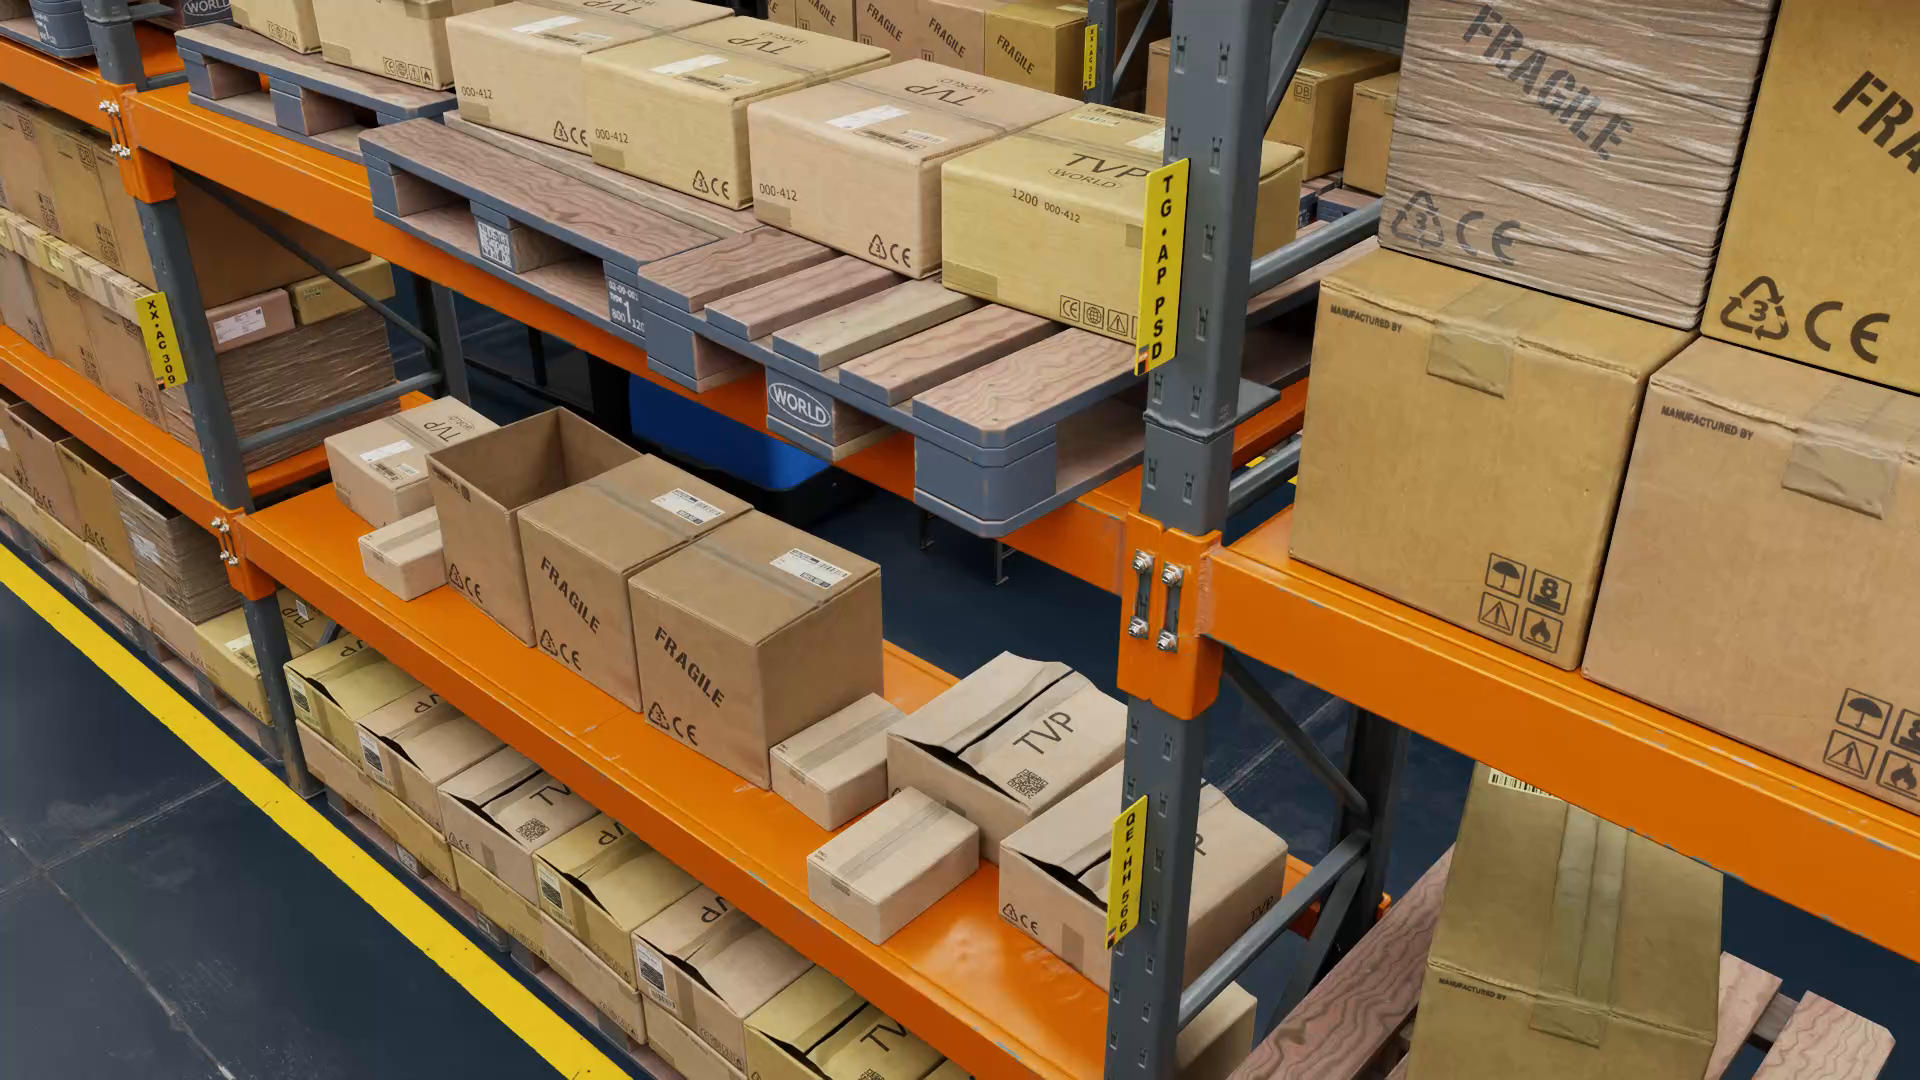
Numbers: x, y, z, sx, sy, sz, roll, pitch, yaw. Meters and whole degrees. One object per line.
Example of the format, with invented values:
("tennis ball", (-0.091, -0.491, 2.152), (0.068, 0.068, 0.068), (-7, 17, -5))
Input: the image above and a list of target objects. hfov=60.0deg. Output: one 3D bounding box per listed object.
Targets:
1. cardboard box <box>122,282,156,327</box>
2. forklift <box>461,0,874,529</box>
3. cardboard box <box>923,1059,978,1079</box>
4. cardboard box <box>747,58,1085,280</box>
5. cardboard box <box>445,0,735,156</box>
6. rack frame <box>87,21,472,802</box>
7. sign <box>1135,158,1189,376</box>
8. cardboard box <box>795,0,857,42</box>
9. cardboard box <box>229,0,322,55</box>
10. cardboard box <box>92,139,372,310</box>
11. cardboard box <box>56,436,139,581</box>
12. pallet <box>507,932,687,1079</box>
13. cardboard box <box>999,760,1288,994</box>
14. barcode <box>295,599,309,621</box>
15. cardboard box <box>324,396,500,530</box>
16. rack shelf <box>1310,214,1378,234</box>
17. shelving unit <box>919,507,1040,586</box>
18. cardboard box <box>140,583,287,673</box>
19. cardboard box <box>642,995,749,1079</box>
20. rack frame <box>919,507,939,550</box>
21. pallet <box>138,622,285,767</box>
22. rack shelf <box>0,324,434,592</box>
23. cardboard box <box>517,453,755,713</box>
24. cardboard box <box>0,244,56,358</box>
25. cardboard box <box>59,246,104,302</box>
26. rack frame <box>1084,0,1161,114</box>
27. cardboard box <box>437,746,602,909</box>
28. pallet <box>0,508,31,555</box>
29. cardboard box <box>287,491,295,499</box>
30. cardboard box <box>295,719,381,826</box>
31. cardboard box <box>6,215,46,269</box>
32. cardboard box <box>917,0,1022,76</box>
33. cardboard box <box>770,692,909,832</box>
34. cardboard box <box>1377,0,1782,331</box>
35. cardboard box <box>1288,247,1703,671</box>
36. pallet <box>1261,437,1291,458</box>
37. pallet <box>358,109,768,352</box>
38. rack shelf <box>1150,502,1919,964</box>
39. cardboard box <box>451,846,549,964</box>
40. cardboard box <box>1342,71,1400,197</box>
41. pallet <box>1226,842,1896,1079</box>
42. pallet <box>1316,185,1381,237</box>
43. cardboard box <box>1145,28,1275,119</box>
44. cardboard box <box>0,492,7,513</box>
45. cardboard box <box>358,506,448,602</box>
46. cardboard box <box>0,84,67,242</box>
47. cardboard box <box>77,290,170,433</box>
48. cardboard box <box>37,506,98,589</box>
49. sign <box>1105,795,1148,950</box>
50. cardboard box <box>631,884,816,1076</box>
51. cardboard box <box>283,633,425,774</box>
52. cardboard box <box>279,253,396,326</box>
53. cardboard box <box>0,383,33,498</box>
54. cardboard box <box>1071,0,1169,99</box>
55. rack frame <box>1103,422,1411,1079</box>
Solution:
("cardboard box", (-2.807, -0.886, 6.087), (0.250, 0.149, 0.380), (24, 39, 34))
("forklift", (-1.733, -1.897, 8.559), (3.031, 2.935, 1.130), (22, 37, 32))
("cardboard box", (0.132, 1.589, 4.418), (0.500, 0.311, 0.500), (26, 40, 36))
("cardboard box", (-0.089, -0.793, 3.489), (0.500, 0.250, 0.500), (26, 40, 36))
("cardboard box", (-0.903, -1.182, 4.135), (0.500, 0.250, 0.500), (21, 37, 31))
("rack frame", (-2.280, -0.466, 6.116), (0.127, 3.000, 1.000), (25, 39, 35))
("sign", (0.308, -0.413, 2.542), (0.005, 0.325, 0.100), (25, 39, 35))
("cardboard box", (-0.642, -3.202, 10.059), (0.500, 0.500, 0.500), (26, 40, 36))
("cardboard box", (-1.829, -1.650, 4.913), (0.500, 0.250, 0.500), (-25, 39, -35))
("cardboard box", (-2.613, -1.216, 6.007), (0.500, 0.500, 0.700), (25, 39, 35))
("cardboard box", (-3.506, -0.216, 7.232), (0.500, 0.500, 0.500), (25, 39, 35))
("pallet", (-0.798, 1.390, 5.736), (1.213, 0.211, 1.003), (25, 39, 35))
("cardboard box", (0.446, 0.814, 4.077), (0.500, 0.311, 0.500), (-27, 40, -37))
("barcode", (-2.370, 0.252, 5.989), (0.075, 0.075, 0.001), (25, 39, 35))
("cardboard box", (-1.885, -0.248, 5.900), (0.500, 0.250, 0.500), (-27, 40, -37))
("rack shelf", (2.524, -1.362, 8.301), (4.000, 0.370, 1.077), (25, 39, 35))
("shelving unit", (0.123, -0.842, 7.613), (0.503, 2.100, 0.431), (25, 39, 35))
("cardboard box", (-3.134, 0.278, 7.139), (0.500, 0.250, 0.500), (25, 39, 35))
("cardboard box", (-0.623, 1.475, 5.150), (0.500, 0.250, 0.500), (26, 40, 36))
("rack frame", (-0.058, -0.927, 7.754), (0.015, 2.100, 0.400), (25, 39, 35))
("pallet", (-2.841, 0.437, 7.319), (1.213, 0.211, 1.003), (25, 39, 35))
("rack shelf", (-3.763, -0.850, 7.452), (4.000, 0.370, 1.077), (25, 39, 35))
("cardboard box", (-0.959, 0.118, 5.048), (0.500, 0.500, 0.500), (25, 39, 35))
("cardboard box", (-3.758, -1.192, 7.225), (0.500, 0.500, 0.700), (26, 40, 36))
("cardboard box", (-3.198, -1.066, 6.386), (0.250, 0.149, 0.380), (25, 39, 35))
("rack frame", (1.042, -2.362, 9.265), (0.127, 3.000, 1.000), (25, 39, 35))
("cardboard box", (-1.388, 0.884, 5.589), (0.500, 0.311, 0.500), (24, 38, 34))
("pallet", (-4.650, -0.408, 8.722), (1.213, 0.211, 1.003), (25, 39, 35))
("cardboard box", (-2.789, -0.240, 7.272), (0.500, 0.500, 0.500), (25, 39, 35))
("cardboard box", (-2.147, 0.766, 6.328), (0.500, 0.250, 0.500), (24, 38, 34))
("cardboard box", (-3.565, -1.239, 6.675), (0.250, 0.149, 0.380), (26, 40, 36))
("cardboard box", (0.110, -2.843, 9.464), (0.500, 0.500, 0.500), (25, 39, 35))
("cardboard box", (-0.297, 0.606, 4.579), (0.380, 0.149, 0.250), (-26, 40, -36))
("cardboard box", (1.005, -0.685, 2.505), (0.500, 0.500, 0.500), (25, 39, 35))
("cardboard box", (1.032, -0.272, 2.788), (0.500, 0.500, 0.910), (25, 39, 35))
("pallet", (1.620, -0.898, 9.538), (1.213, 0.211, 1.003), (25, 39, 35))
("pallet", (-0.708, -0.873, 4.066), (1.213, 0.211, 1.003), (27, 40, 37))
("rack shelf", (2.169, 0.633, 2.079), (4.000, 0.370, 1.077), (25, 39, 35))
("cardboard box", (-1.383, 1.122, 5.737), (0.500, 0.250, 0.500), (24, 38, 34))
("cardboard box", (2.315, -1.992, 8.127), (0.700, 0.500, 0.500), (-23, 38, -33))
("pallet", (1.236, 1.208, 3.521), (1.003, 0.211, 1.213), (25, 39, 35))
("pallet", (2.512, -1.565, 8.127), (1.213, 0.211, 1.003), (25, 39, 35))
("cardboard box", (1.396, -2.404, 8.812), (0.500, 0.500, 0.700), (25, 39, 35))
("cardboard box", (-4.624, -0.410, 8.282), (0.500, 0.250, 0.500), (25, 39, 35))
("cardboard box", (-1.760, 0.026, 5.542), (0.250, 0.149, 0.380), (25, 39, 35))
("cardboard box", (-3.359, -1.564, 6.585), (0.500, 0.500, 0.700), (25, 39, 35))
("cardboard box", (-3.008, -0.840, 6.641), (0.500, 0.500, 0.700), (25, 39, 35))
("cardboard box", (-3.886, -0.062, 7.704), (0.500, 0.250, 0.500), (25, 39, 35))
("sign", (0.316, 0.635, 3.164), (0.005, 0.325, 0.100), (25, 39, 35))
("cardboard box", (-0.630, 1.236, 5.004), (0.500, 0.311, 0.500), (25, 39, 35))
("cardboard box", (-2.140, 0.530, 6.177), (0.500, 0.311, 0.500), (25, 39, 35))
("cardboard box", (-2.349, -0.954, 6.201), (0.250, 0.149, 0.380), (25, 39, 35))
("cardboard box", (-4.246, -0.563, 7.808), (0.500, 0.500, 0.500), (25, 39, 35))
("cardboard box", (0.833, -2.870, 9.508), (0.500, 0.500, 0.500), (24, 38, 34))
("rack frame", (0.686, 0.918, 3.817), (0.127, 3.000, 1.000), (25, 39, 35))
